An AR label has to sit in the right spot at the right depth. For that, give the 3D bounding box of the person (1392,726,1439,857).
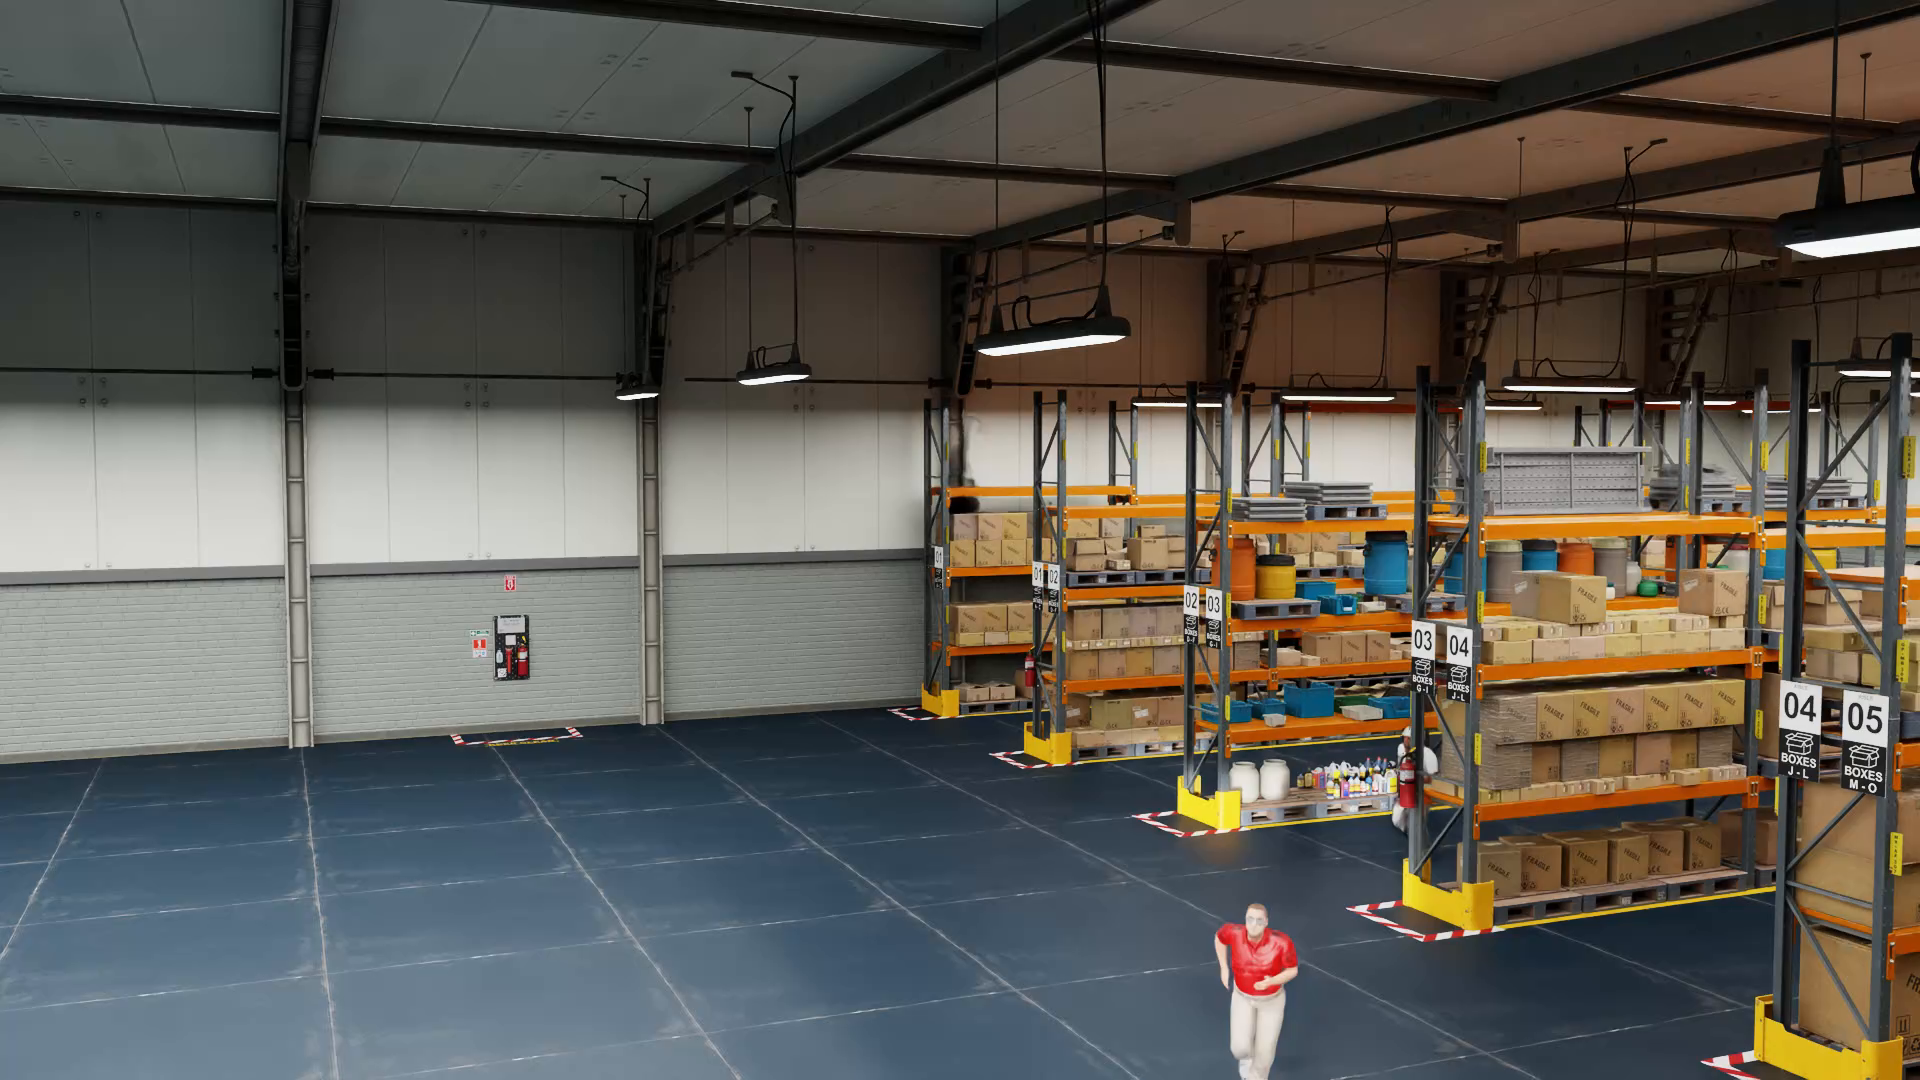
[{"bbox_3d":[5.561,3.095,20.359,0.655,1.680,0.735,3,5,45],"label":"person"}]

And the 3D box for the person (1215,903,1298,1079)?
[{"bbox_3d":[2.270,3.590,12.825,0.649,1.650,0.723,1,3,14],"label":"person"}]
